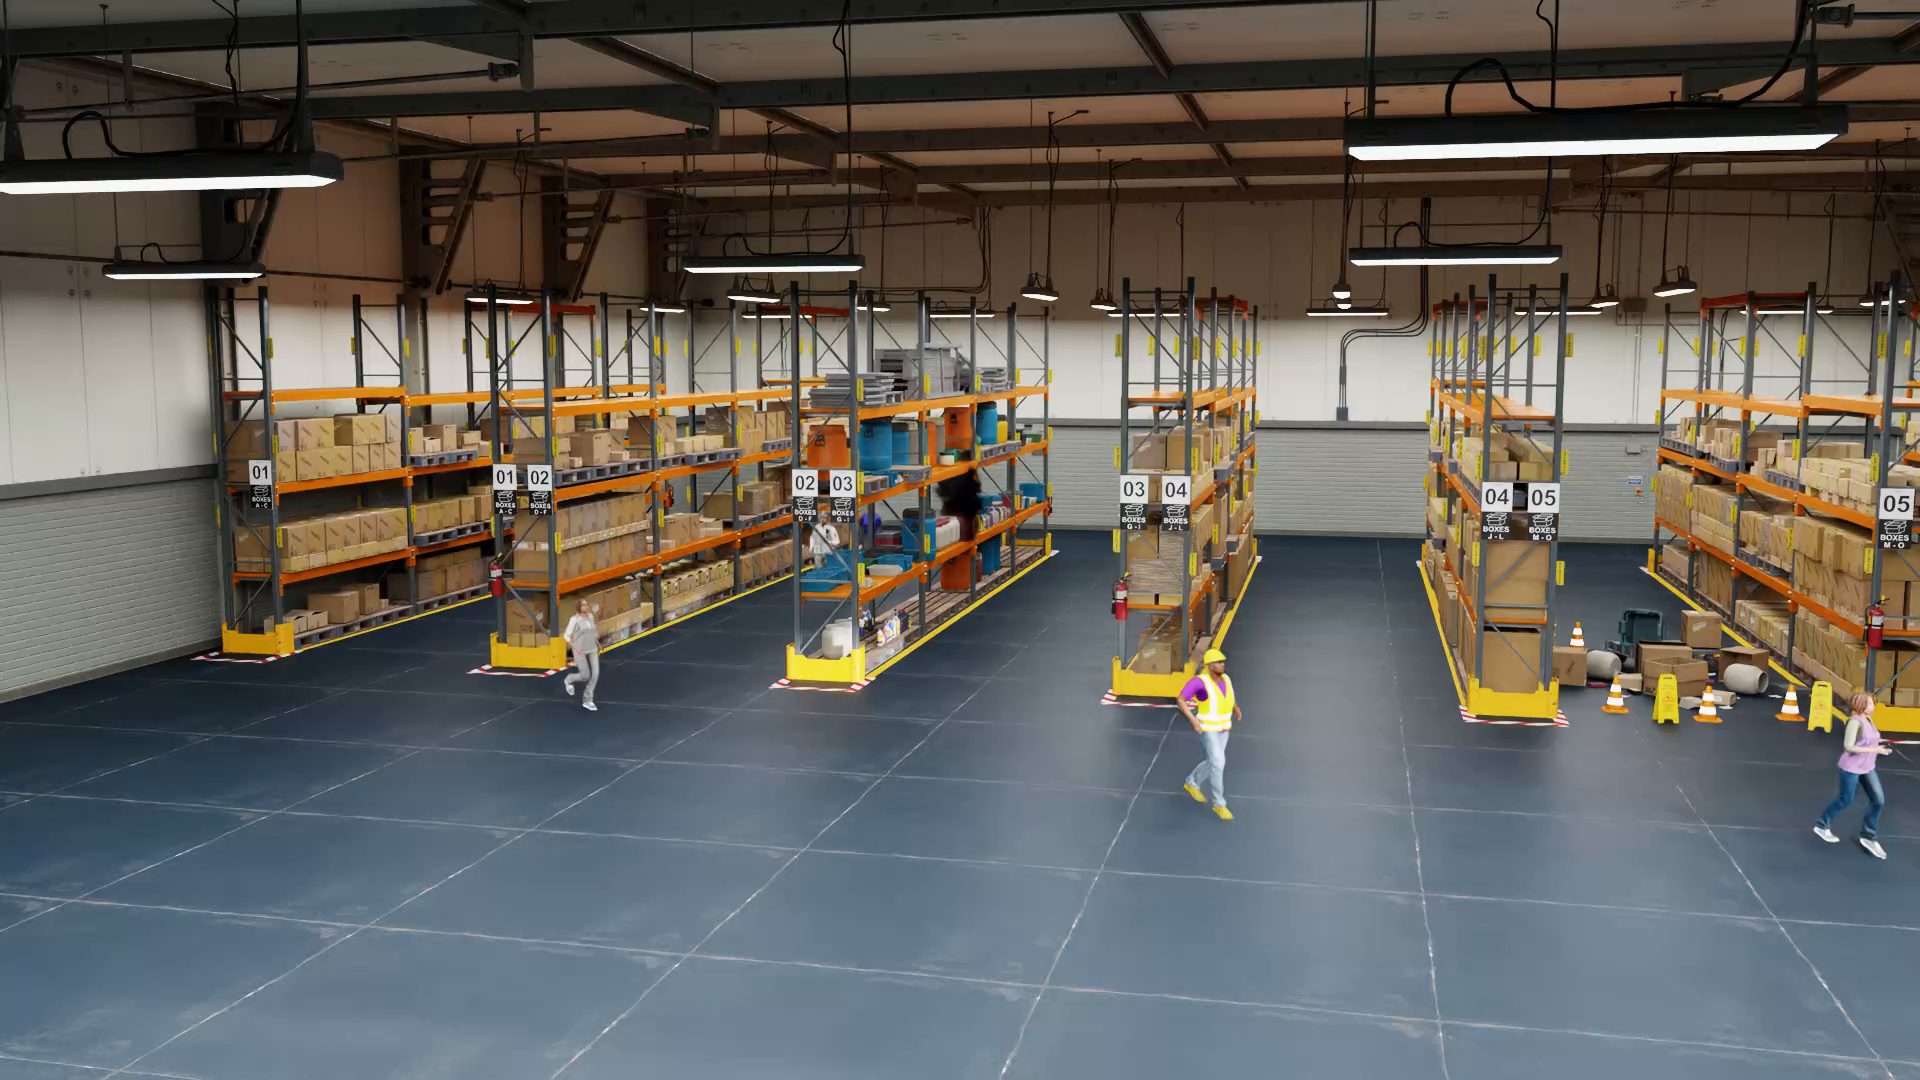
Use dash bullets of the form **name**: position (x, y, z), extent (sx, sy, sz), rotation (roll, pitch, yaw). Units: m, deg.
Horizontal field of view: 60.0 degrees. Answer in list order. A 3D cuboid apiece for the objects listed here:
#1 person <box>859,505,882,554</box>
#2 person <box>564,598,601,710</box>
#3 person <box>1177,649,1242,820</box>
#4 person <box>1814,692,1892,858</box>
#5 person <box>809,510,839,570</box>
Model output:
- **person**: position (-1.998, -0.050, 36.821), extent (0.559, 1.518, 0.576), rotation (0, 7, 2)
- **person**: position (-5.281, 1.576, 23.277), extent (0.623, 1.564, 0.545), rotation (6, 9, 42)
- **person**: position (2.725, 2.075, 18.008), extent (0.704, 1.817, 0.807), rotation (-5, 9, -40)
- **person**: position (8.893, 2.312, 16.538), extent (0.525, 1.637, 0.729), rotation (-4, 8, -30)
- **person**: position (-2.570, 0.283, 31.291), extent (0.624, 1.696, 0.808), rotation (1, 7, 11)
